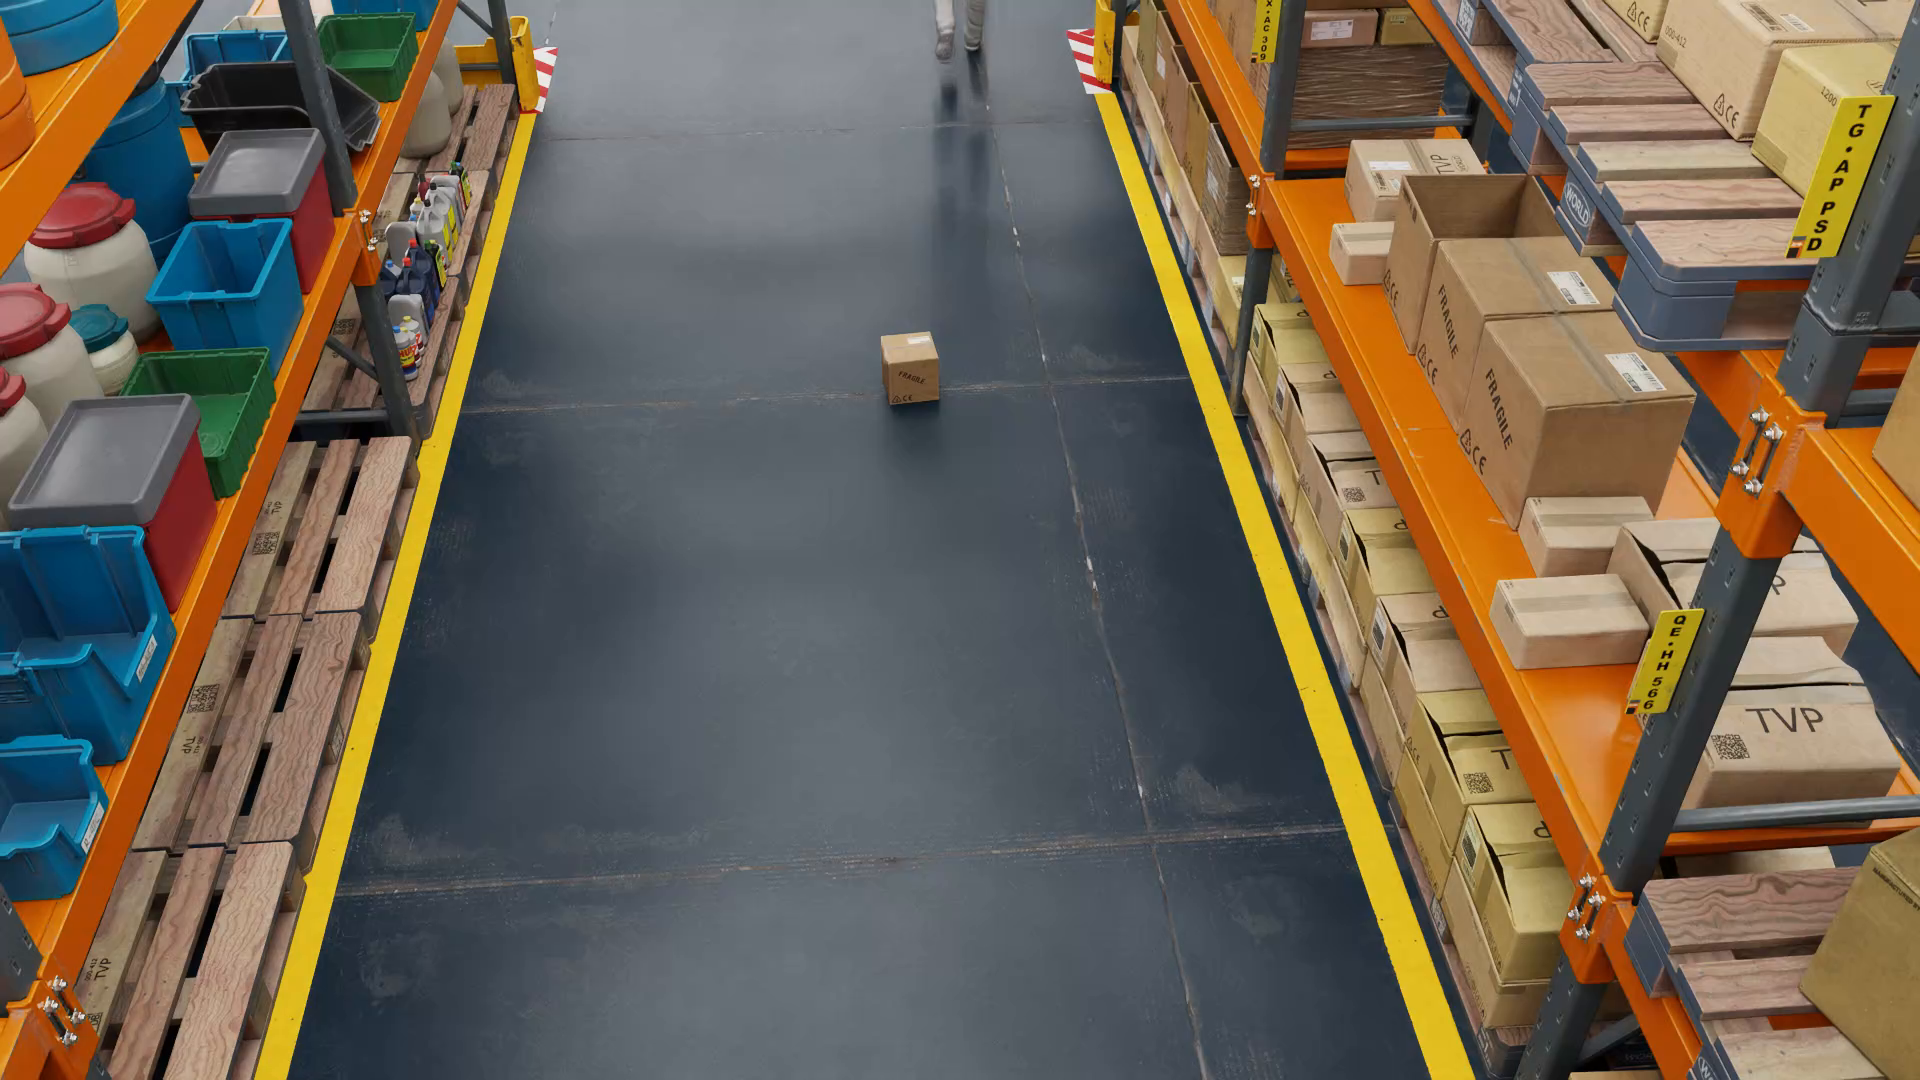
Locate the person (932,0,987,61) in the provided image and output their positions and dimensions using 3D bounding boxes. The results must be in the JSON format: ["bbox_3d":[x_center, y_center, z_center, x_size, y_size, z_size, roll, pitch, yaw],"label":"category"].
[{"bbox_3d":[0.052,-3.991,10.998,0.494,1.640,0.707,-1,39,-1],"label":"person"}]
